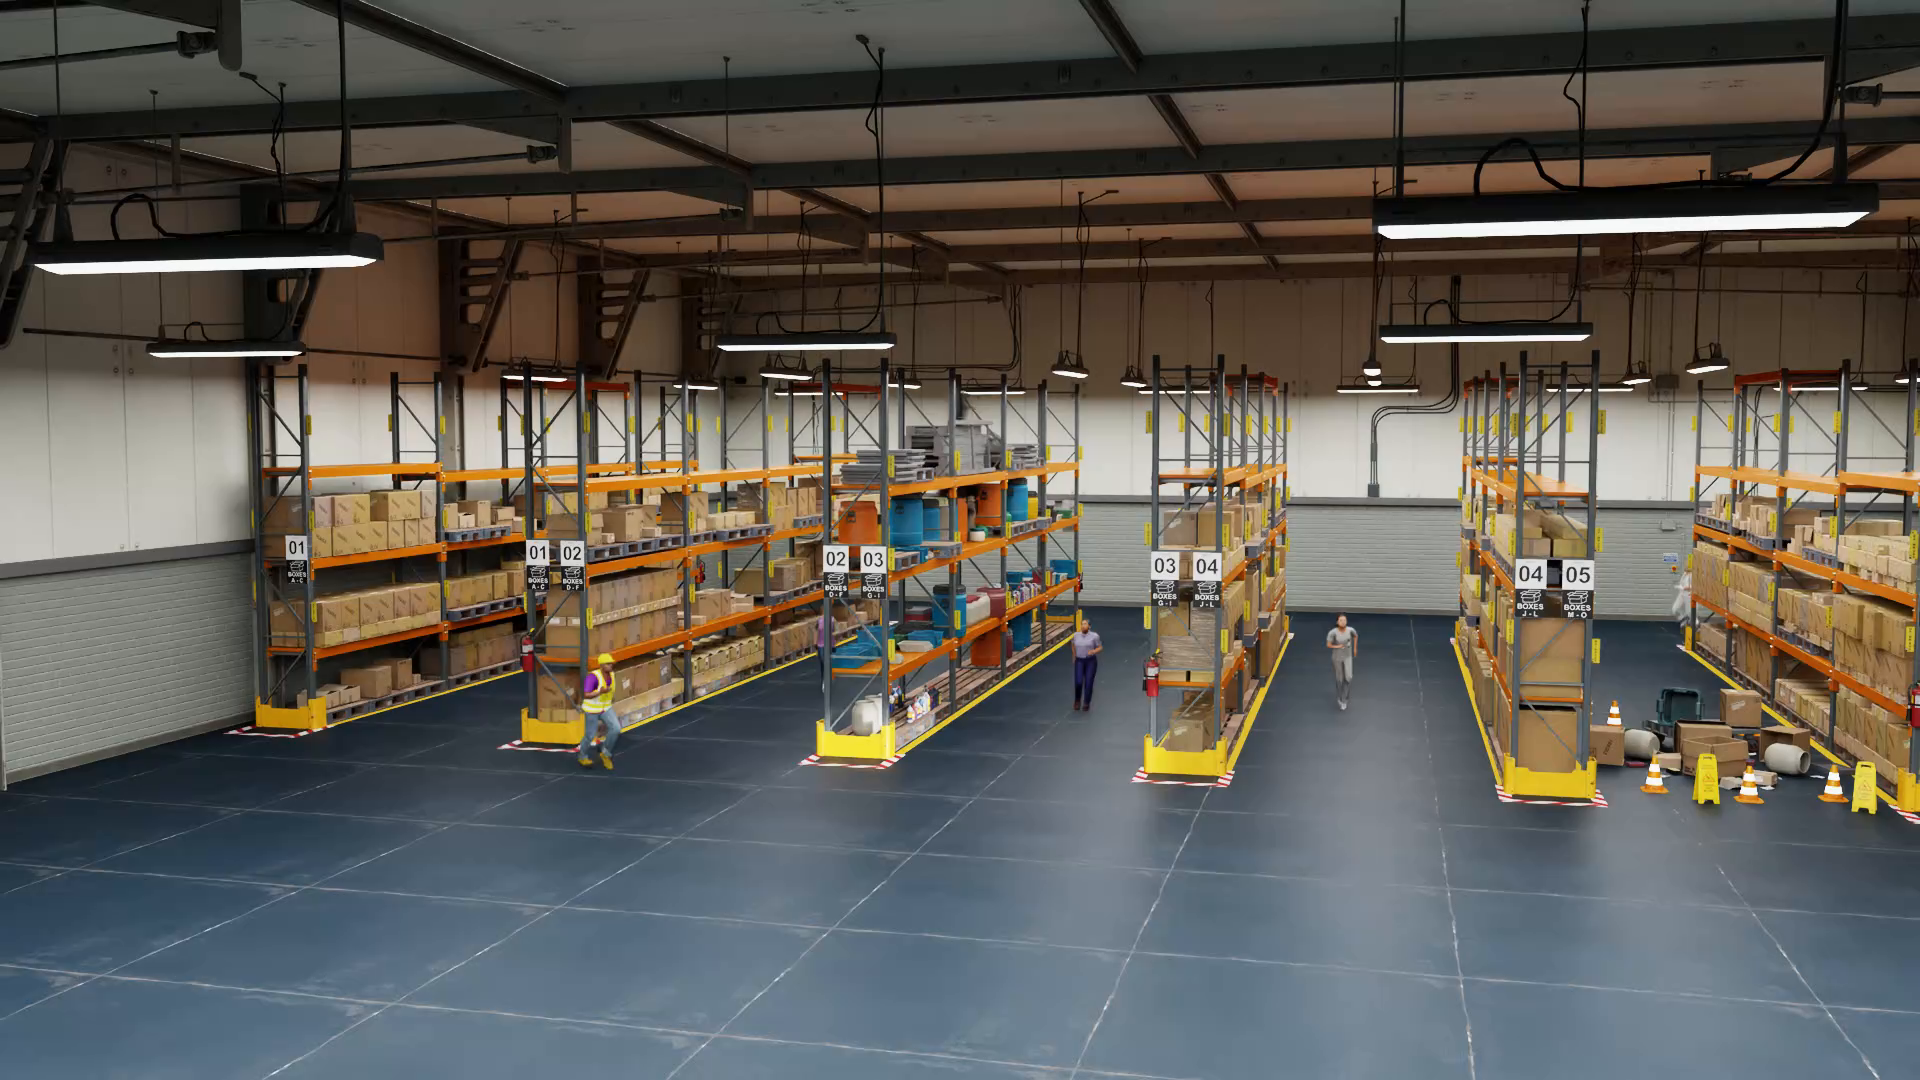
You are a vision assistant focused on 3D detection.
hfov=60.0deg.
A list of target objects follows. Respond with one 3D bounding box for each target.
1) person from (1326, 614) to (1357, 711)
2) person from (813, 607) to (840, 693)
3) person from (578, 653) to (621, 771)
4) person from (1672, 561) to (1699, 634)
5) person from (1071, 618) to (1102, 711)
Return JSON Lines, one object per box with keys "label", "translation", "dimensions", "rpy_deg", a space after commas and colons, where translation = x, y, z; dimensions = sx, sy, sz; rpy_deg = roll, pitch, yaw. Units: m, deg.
{"label": "person", "translation": [6.753, 2.161, 29.419], "dimensions": [0.580, 1.736, 0.768], "rpy_deg": [0, 4, 4]}
{"label": "person", "translation": [-2.509, 2.019, 31.302], "dimensions": [0.529, 1.597, 0.883], "rpy_deg": [0, 4, -1]}
{"label": "person", "translation": [-5.223, 2.477, 24.037], "dimensions": [0.909, 1.718, 0.678], "rpy_deg": [4, 5, 43]}
{"label": "person", "translation": [17.324, 1.372, 39.688], "dimensions": [0.694, 1.778, 0.641], "rpy_deg": [-1, 4, -10]}
{"label": "person", "translation": [2.199, 2.189, 29.104], "dimensions": [0.580, 1.637, 0.630], "rpy_deg": [1, 4, 12]}
